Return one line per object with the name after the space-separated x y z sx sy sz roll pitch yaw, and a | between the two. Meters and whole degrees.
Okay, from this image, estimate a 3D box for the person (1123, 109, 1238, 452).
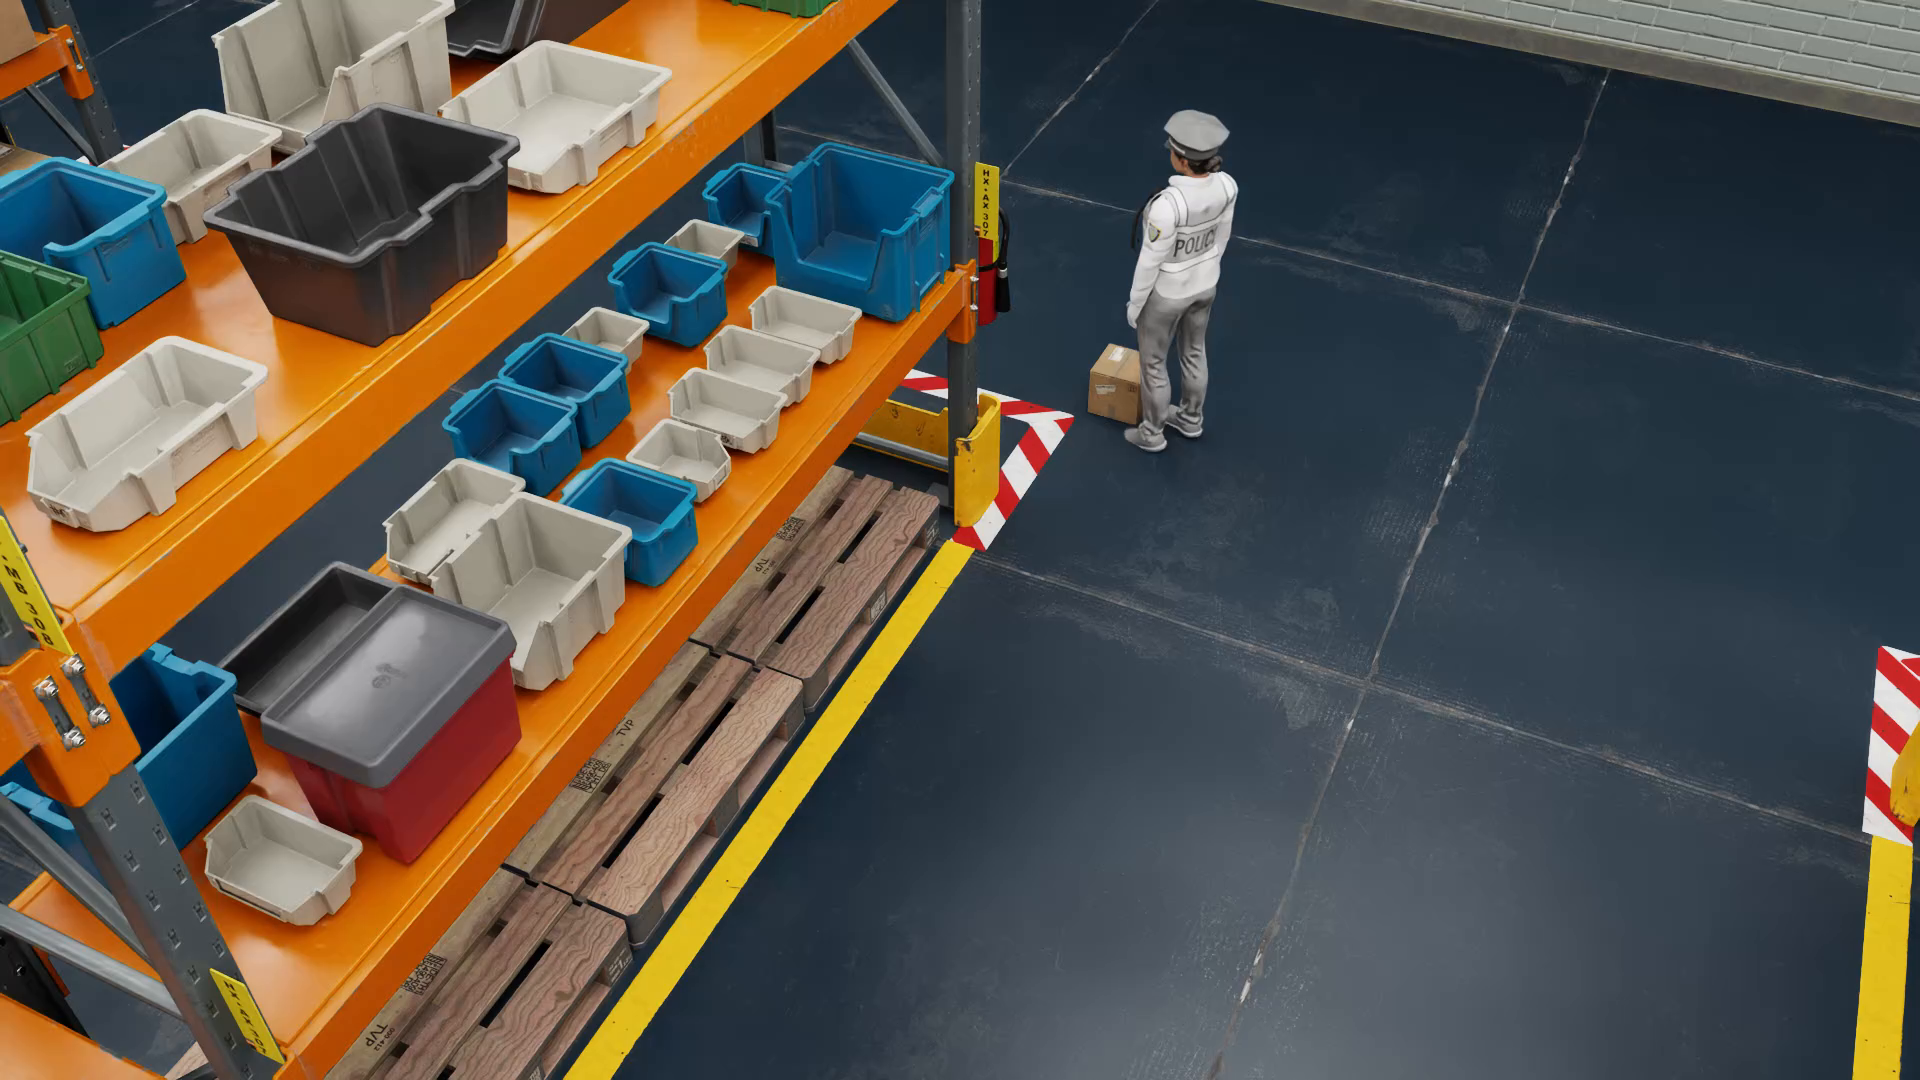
0.955 -1.092 7.390 0.498 1.725 0.331 -25 48 -25 | person
